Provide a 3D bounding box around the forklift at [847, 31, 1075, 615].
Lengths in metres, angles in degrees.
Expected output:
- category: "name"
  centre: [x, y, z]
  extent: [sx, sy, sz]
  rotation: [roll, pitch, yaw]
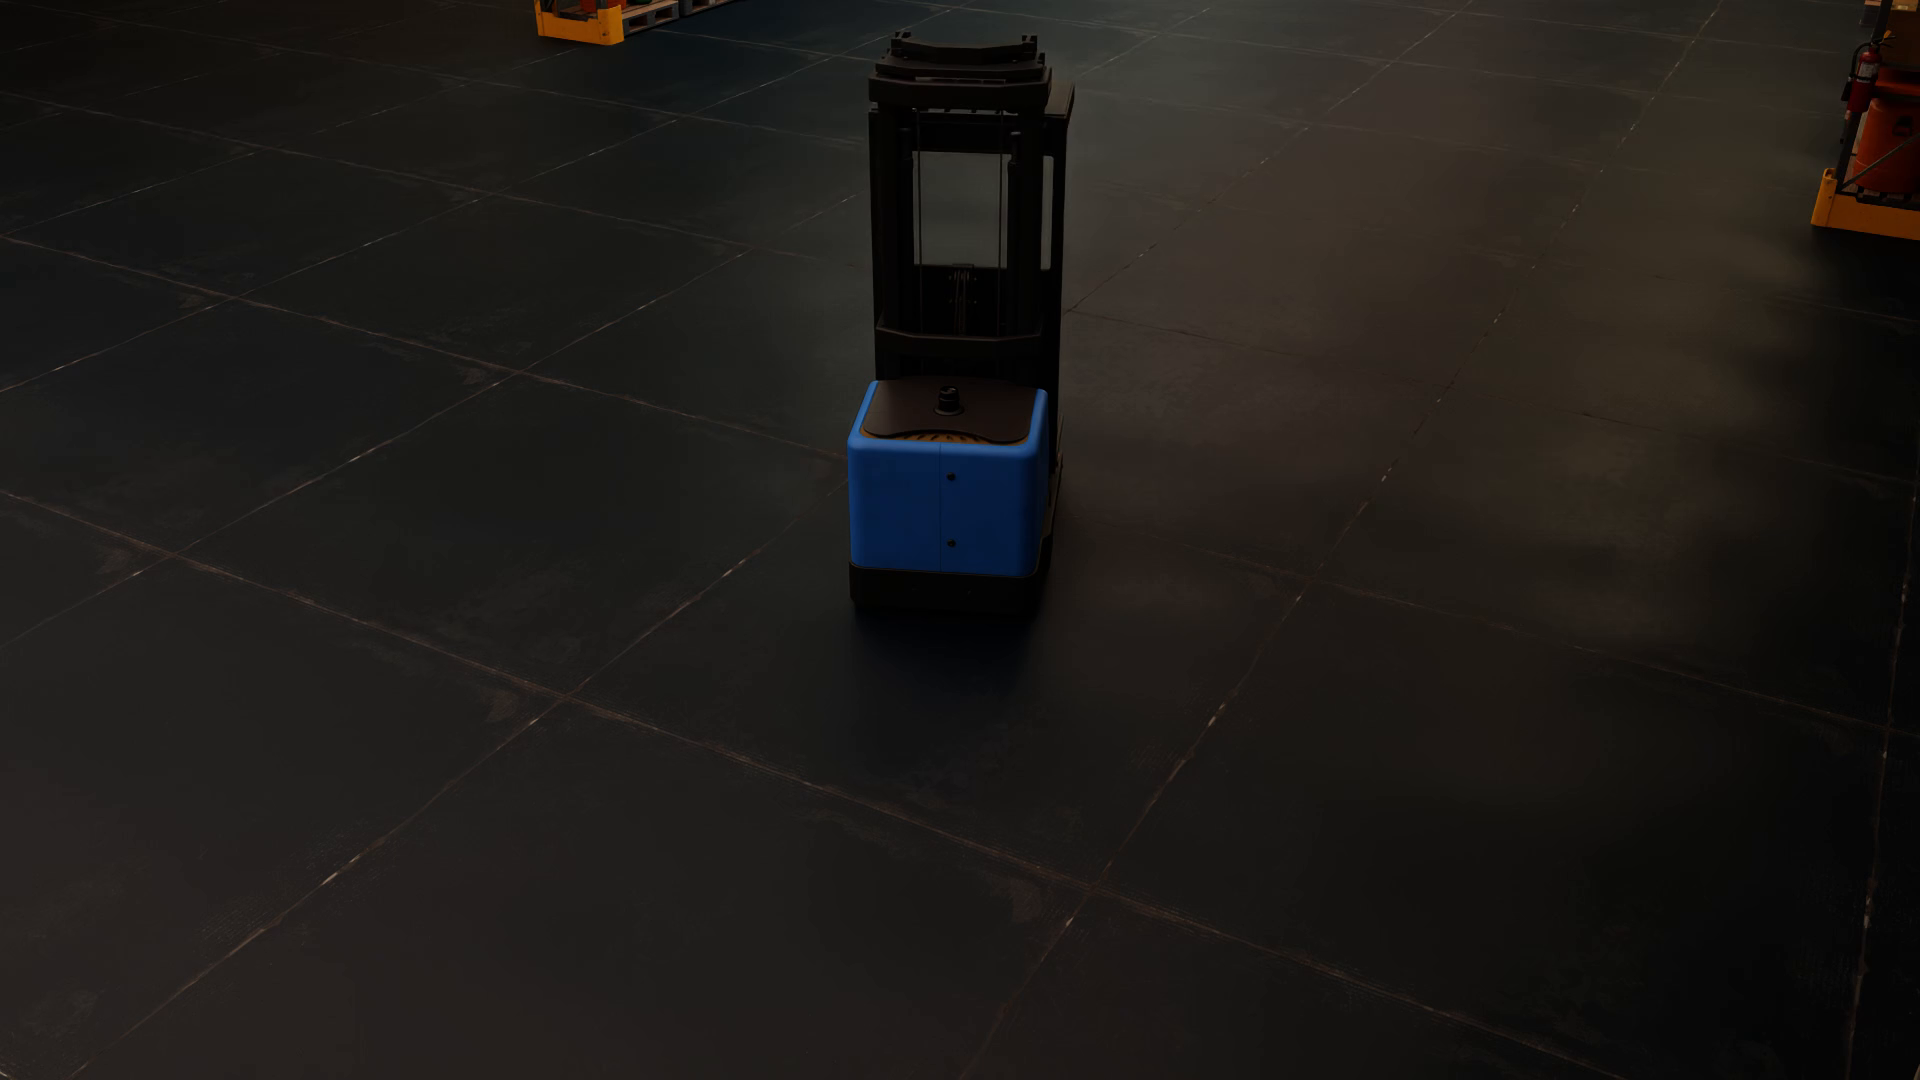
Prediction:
- category: "forklift"
  centre: [0.072, -1.572, 9.794]
  extent: [1.130, 2.935, 3.031]
  rotation: [3, 30, 6]
